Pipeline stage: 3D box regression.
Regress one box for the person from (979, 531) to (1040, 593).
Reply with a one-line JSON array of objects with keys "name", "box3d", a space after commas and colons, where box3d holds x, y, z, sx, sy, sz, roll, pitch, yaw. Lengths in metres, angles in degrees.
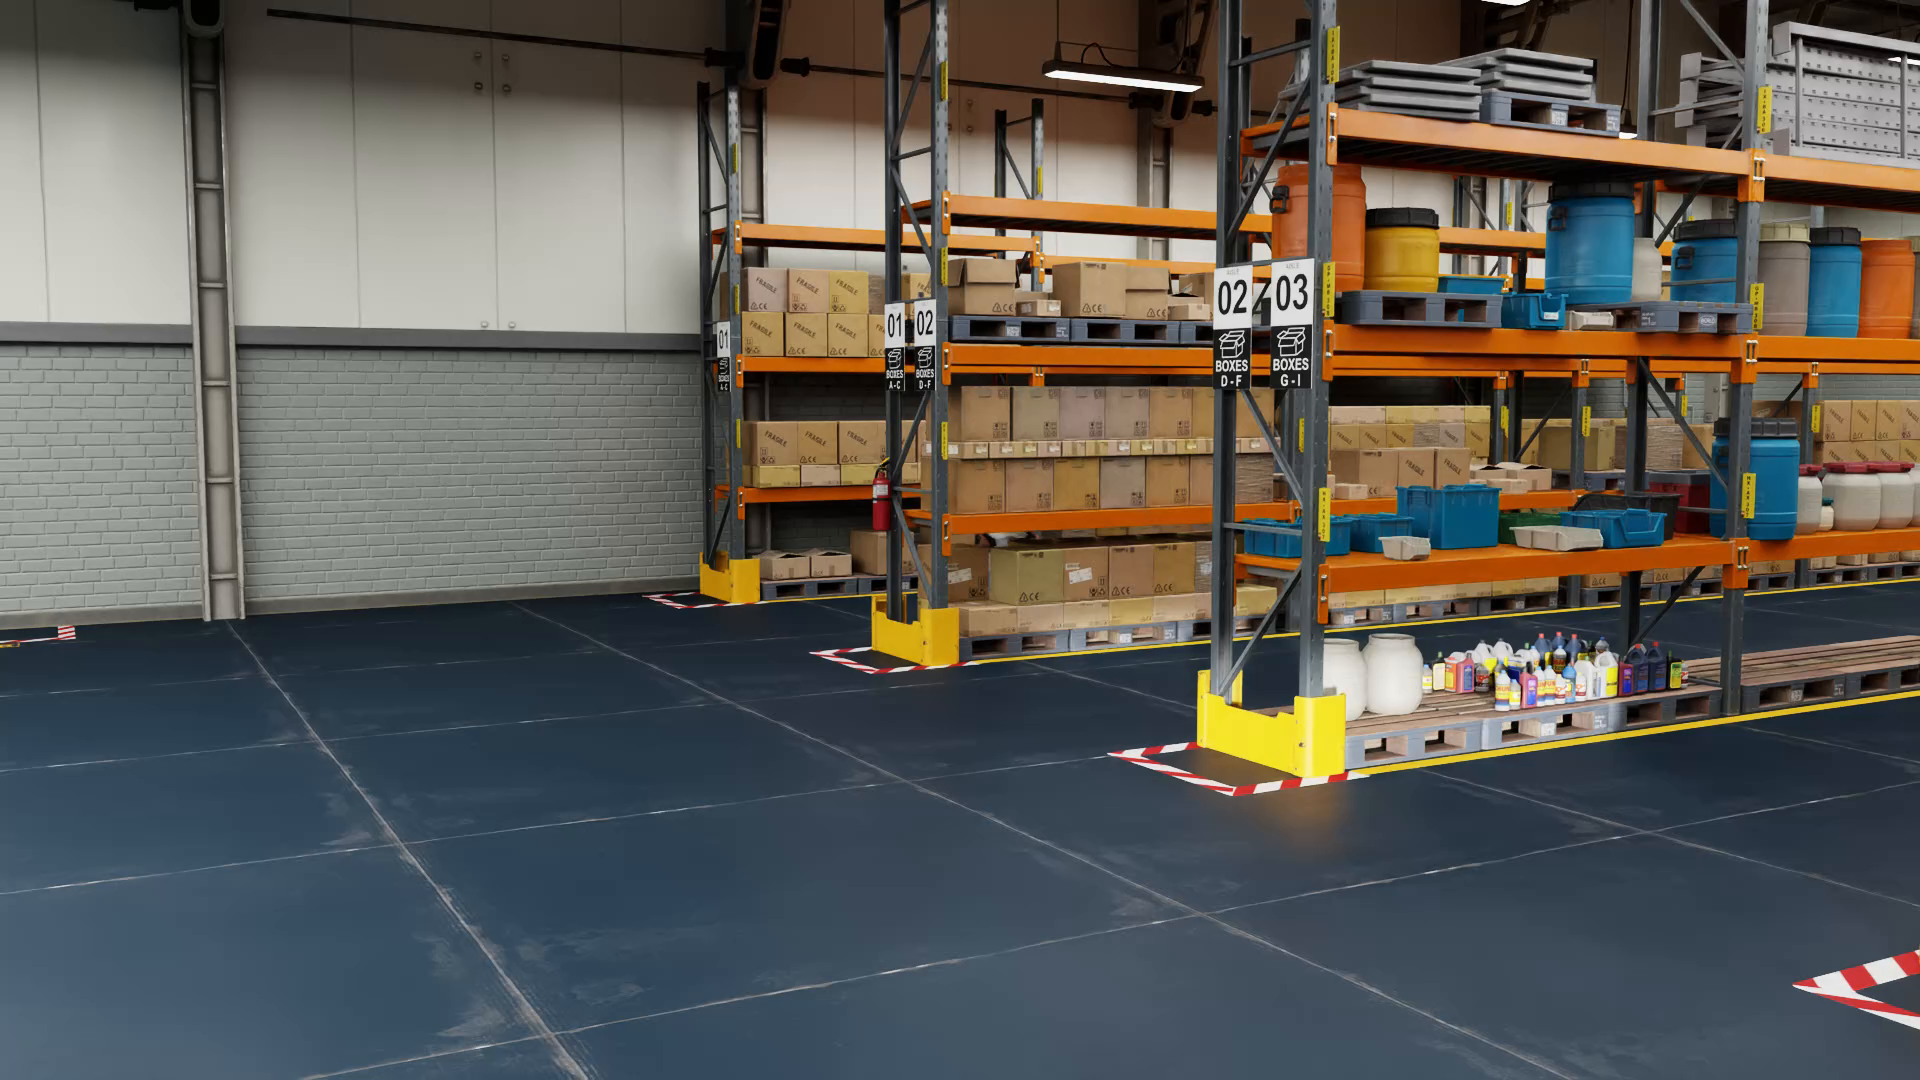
[{"name": "person", "box3d": [0.620, -0.038, 17.481, 0.975, 1.720, 0.605, 4, 6, 40]}]
